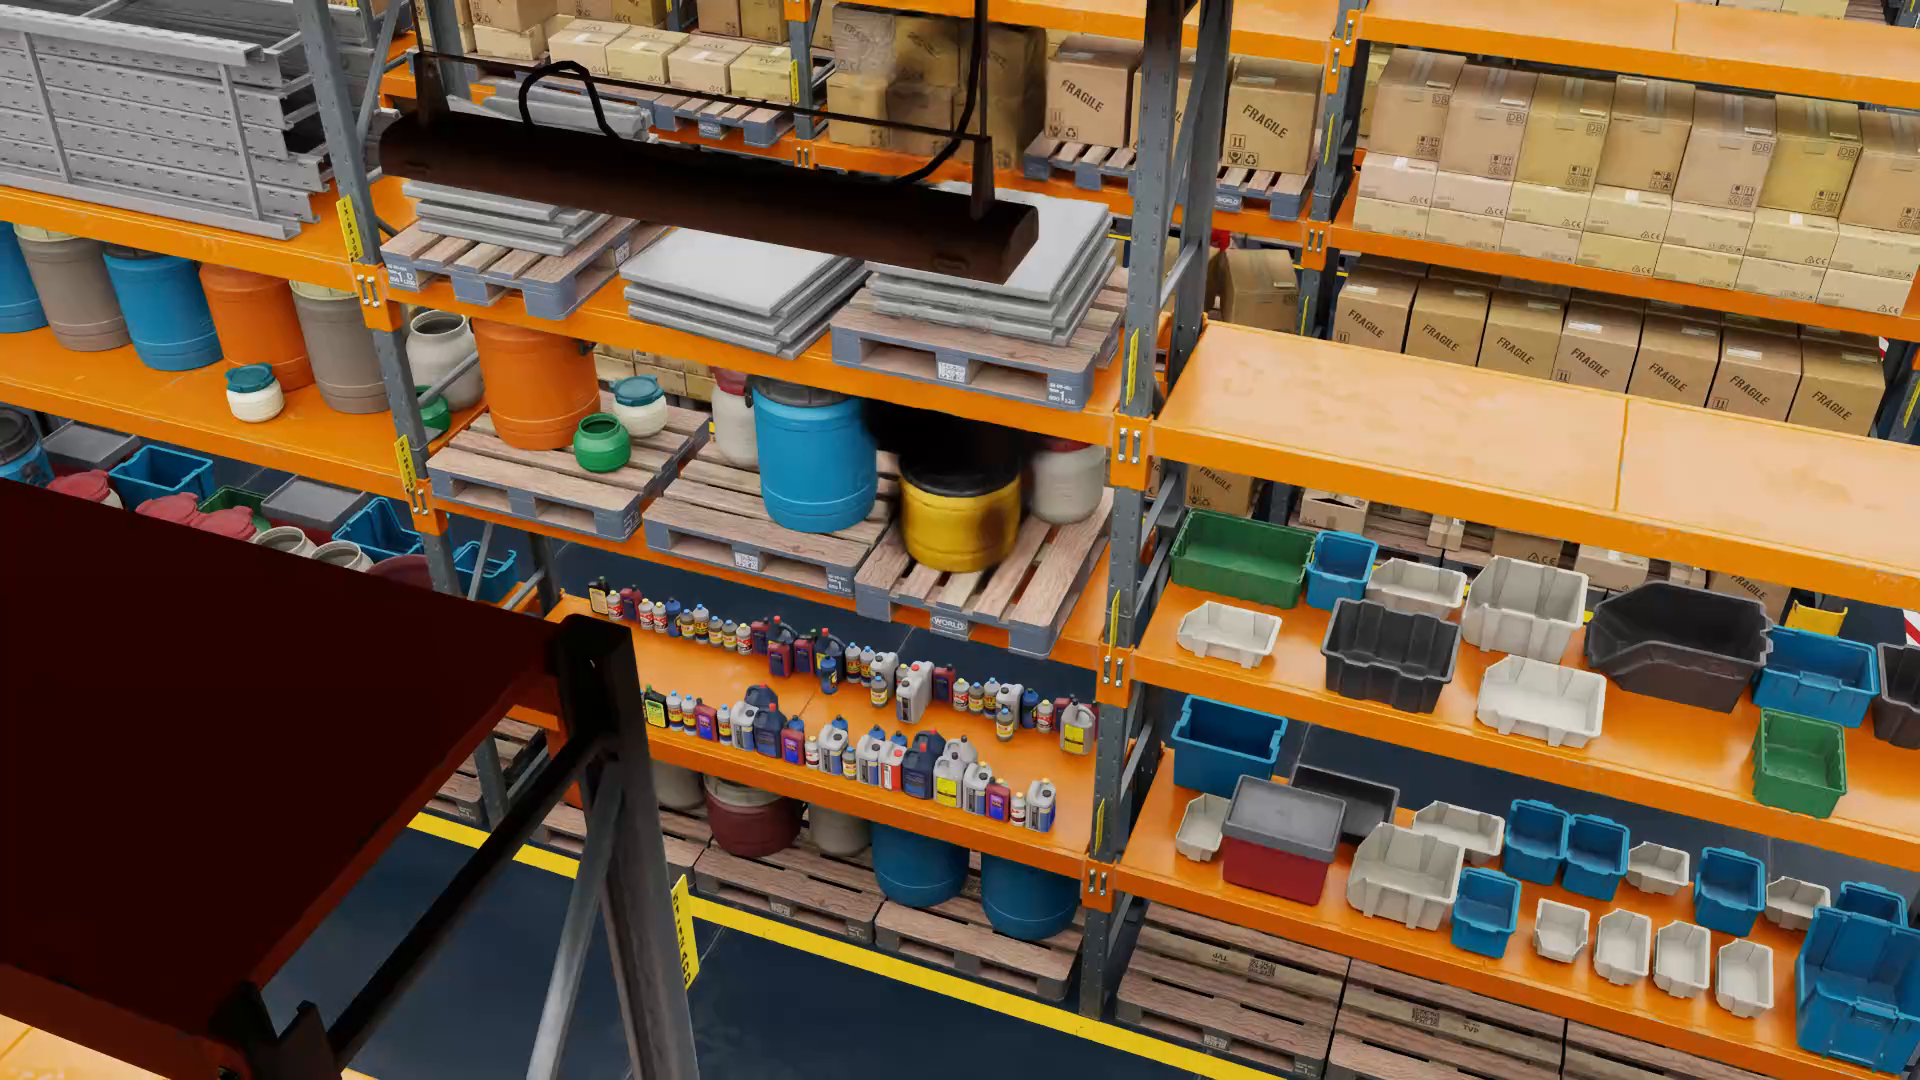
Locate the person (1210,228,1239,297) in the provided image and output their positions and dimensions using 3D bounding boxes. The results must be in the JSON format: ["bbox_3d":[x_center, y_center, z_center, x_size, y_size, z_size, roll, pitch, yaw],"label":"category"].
[{"bbox_3d":[2.499,-2.512,15.458,1.021,1.696,0.705,8,37,11],"label":"person"}]
